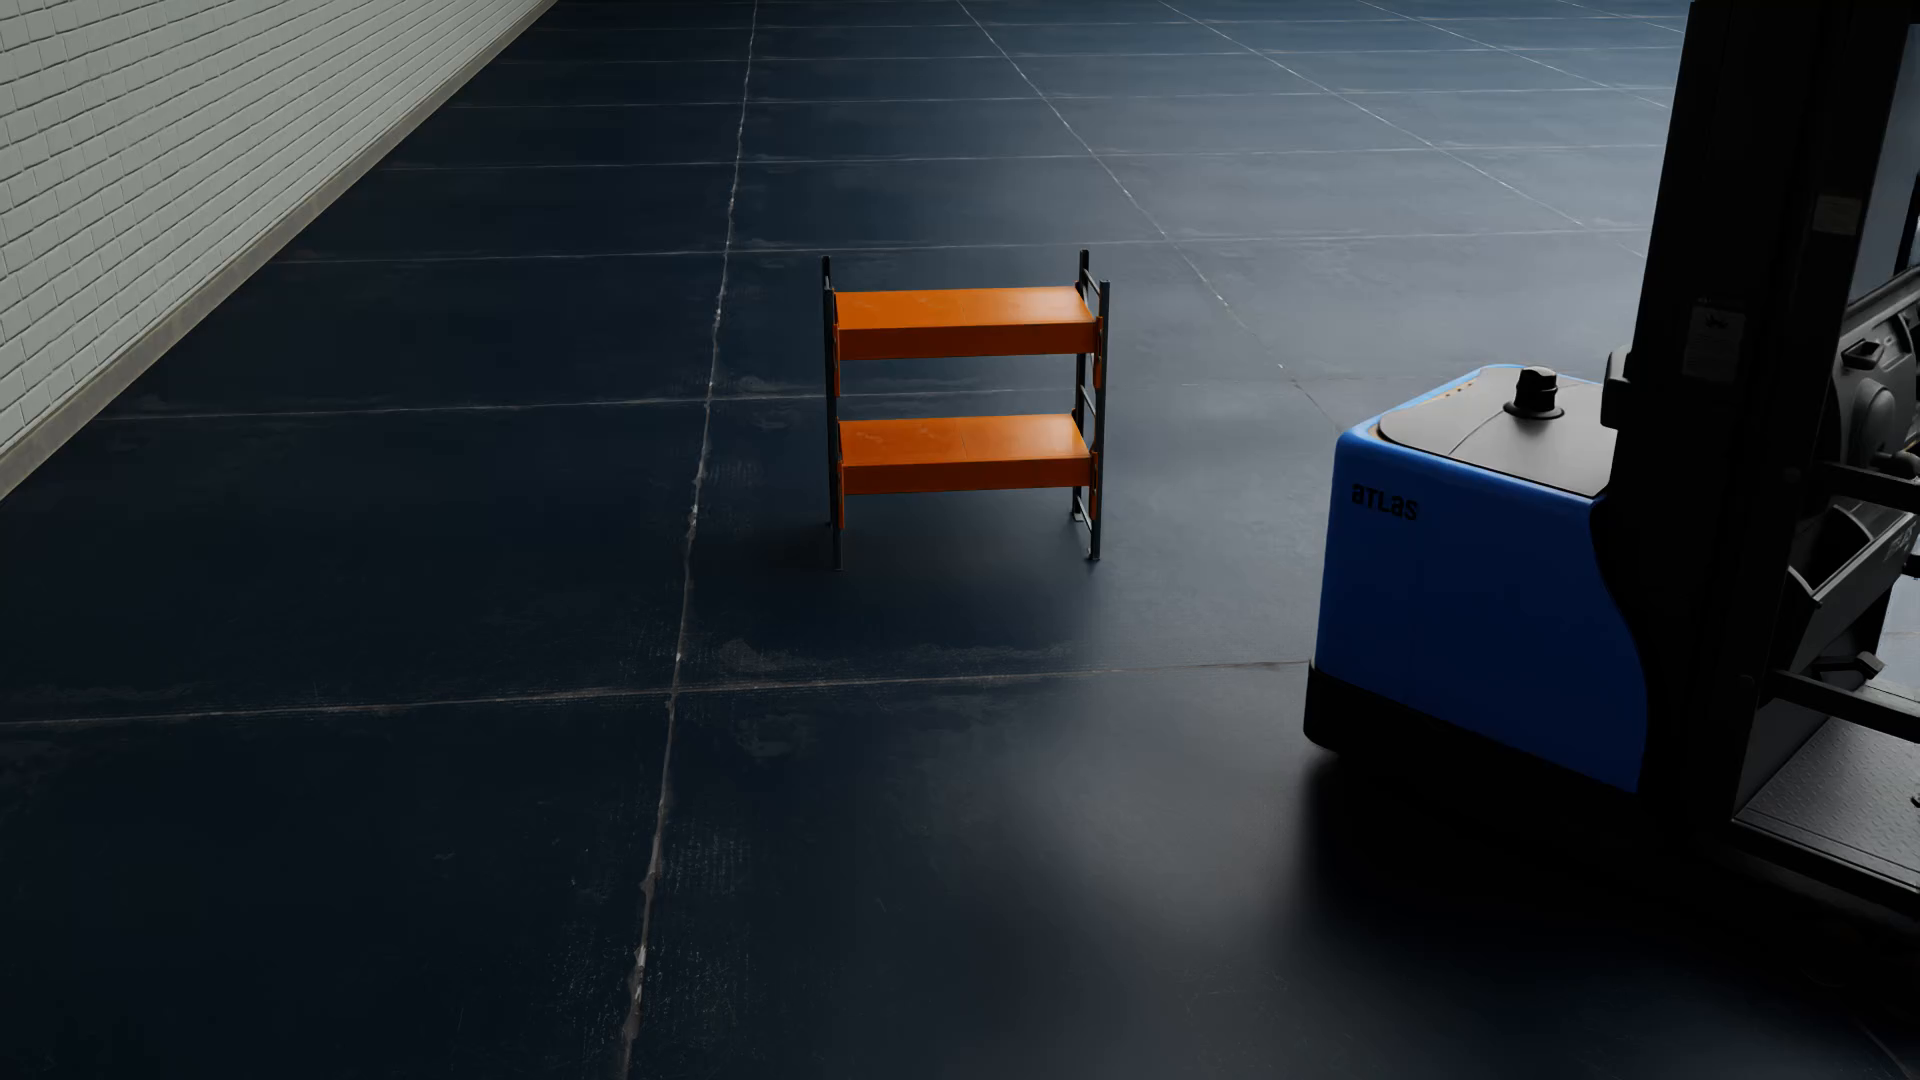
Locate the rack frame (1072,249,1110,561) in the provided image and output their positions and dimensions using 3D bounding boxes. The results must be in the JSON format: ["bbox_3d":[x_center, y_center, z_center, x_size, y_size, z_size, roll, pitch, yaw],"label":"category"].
[{"bbox_3d":[0.513,-0.535,6.568,0.032,1.125,0.500,-2,24,-5],"label":"rack frame"}]

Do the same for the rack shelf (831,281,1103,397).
[{"bbox_3d":[0.007,-0.782,6.403,1.000,0.278,0.538,-2,24,-5],"label":"rack shelf"}]

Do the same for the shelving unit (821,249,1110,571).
[{"bbox_3d":[0.007,-0.514,6.522,1.048,1.125,0.538,-2,24,-5],"label":"shelving unit"}]

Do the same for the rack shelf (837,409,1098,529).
[{"bbox_3d":[0.007,-0.291,6.621,1.000,0.278,0.538,-2,24,-5],"label":"rack shelf"}]

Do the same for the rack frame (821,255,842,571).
[{"bbox_3d":[-0.499,-0.494,6.476,0.032,1.125,0.500,-2,24,-5],"label":"rack frame"}]

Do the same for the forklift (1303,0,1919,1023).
[{"bbox_3d":[2.488,-0.395,4.029,3.031,2.935,1.130,21,32,39],"label":"forklift"}]
